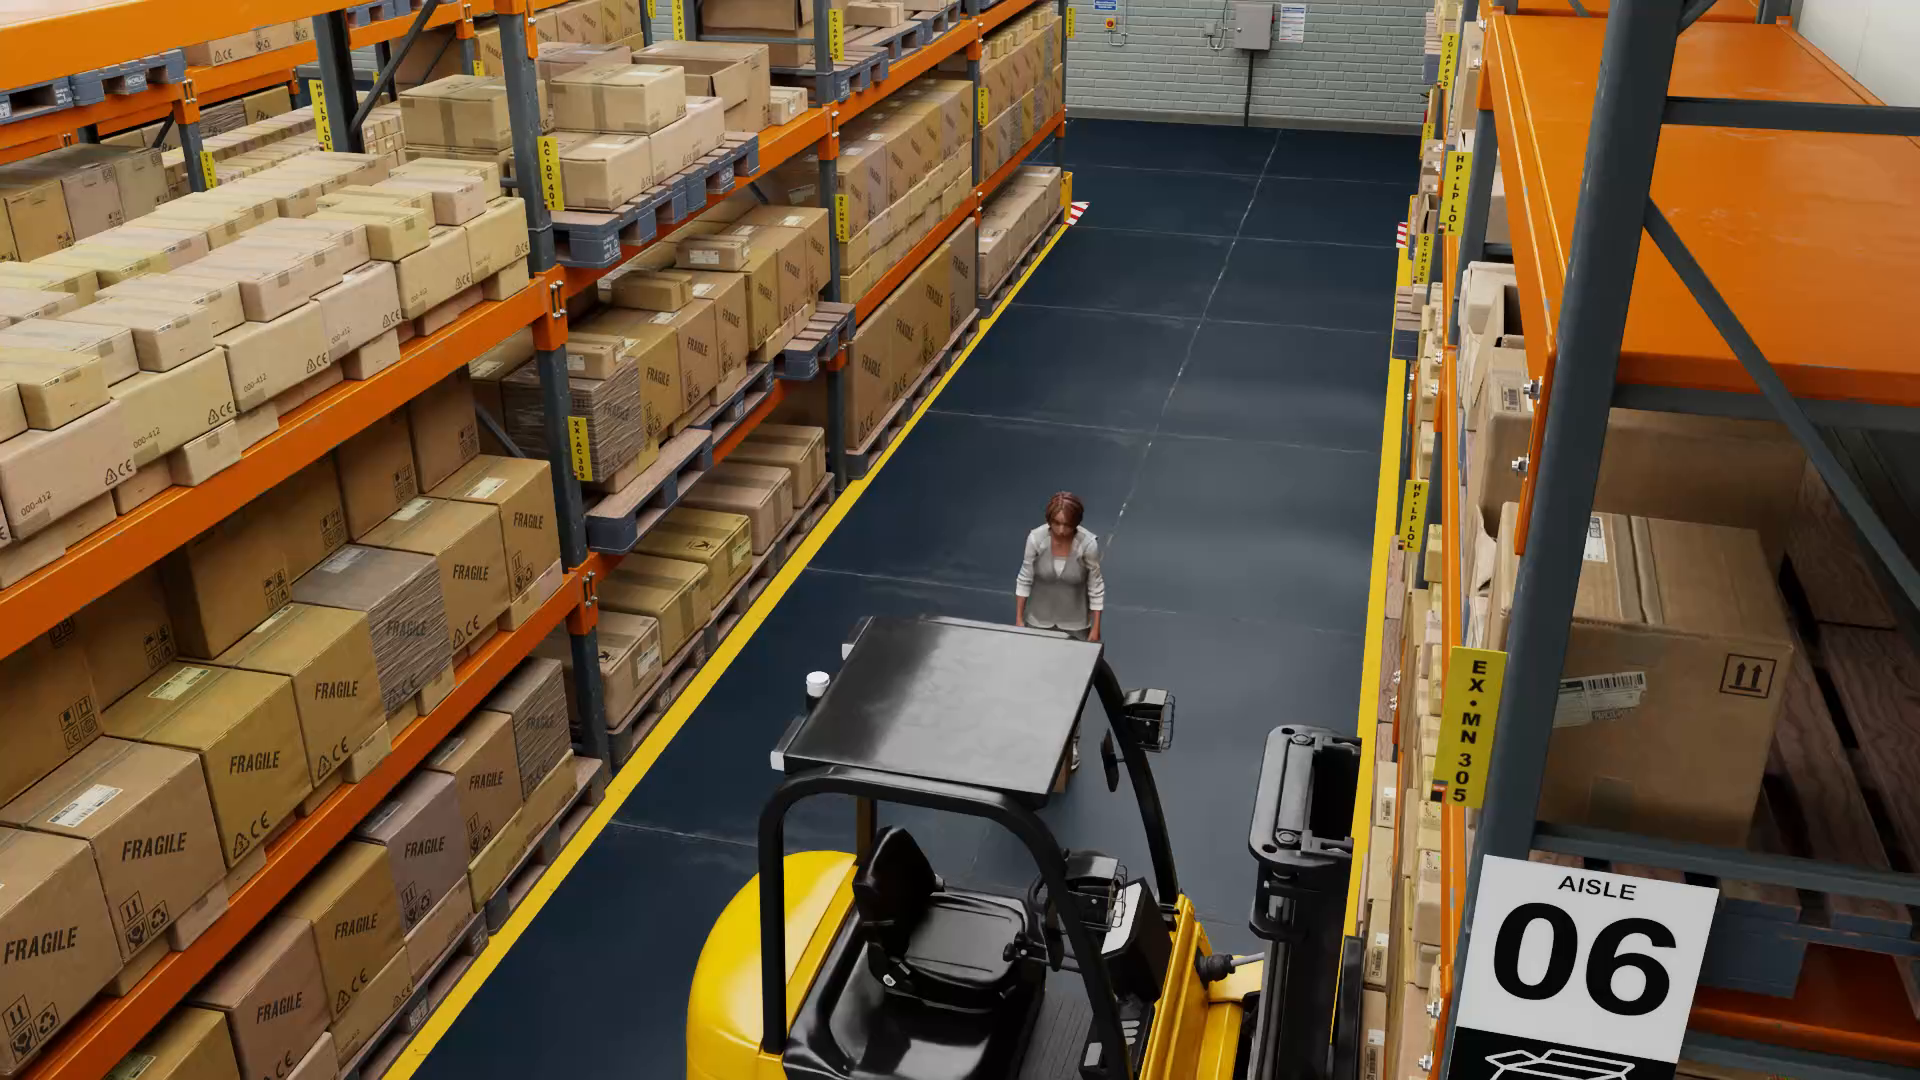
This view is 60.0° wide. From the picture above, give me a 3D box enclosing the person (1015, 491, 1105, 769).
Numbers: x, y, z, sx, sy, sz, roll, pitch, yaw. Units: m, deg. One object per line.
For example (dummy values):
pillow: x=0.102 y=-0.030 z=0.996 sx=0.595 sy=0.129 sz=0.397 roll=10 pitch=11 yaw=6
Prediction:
person: x=0.511 y=0.455 z=8.754 sx=0.483 sy=1.592 sz=0.347 roll=5 pitch=26 yaw=10
